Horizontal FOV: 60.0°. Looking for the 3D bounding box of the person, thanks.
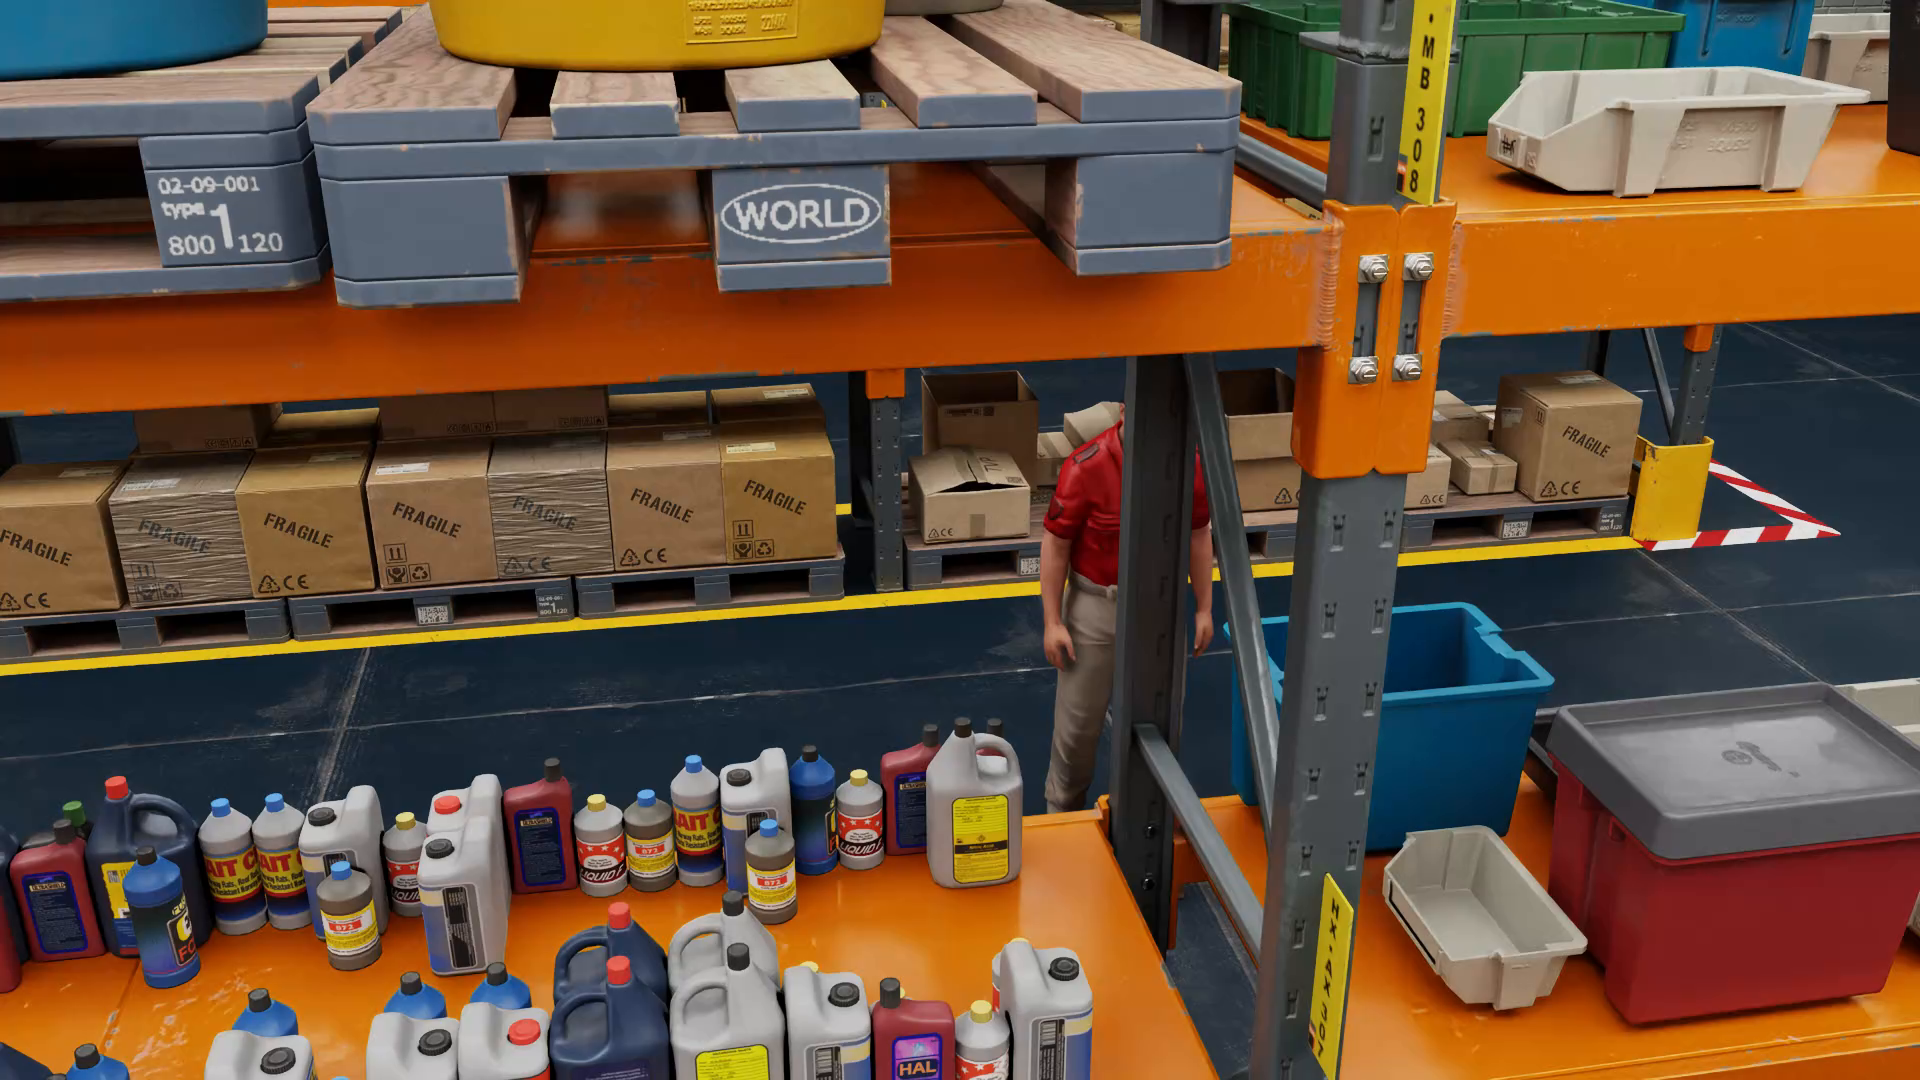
[{"bbox_3d":[0.551,0.261,5.503,0.599,1.727,0.390,-5,24,-12],"label":"person"}]
